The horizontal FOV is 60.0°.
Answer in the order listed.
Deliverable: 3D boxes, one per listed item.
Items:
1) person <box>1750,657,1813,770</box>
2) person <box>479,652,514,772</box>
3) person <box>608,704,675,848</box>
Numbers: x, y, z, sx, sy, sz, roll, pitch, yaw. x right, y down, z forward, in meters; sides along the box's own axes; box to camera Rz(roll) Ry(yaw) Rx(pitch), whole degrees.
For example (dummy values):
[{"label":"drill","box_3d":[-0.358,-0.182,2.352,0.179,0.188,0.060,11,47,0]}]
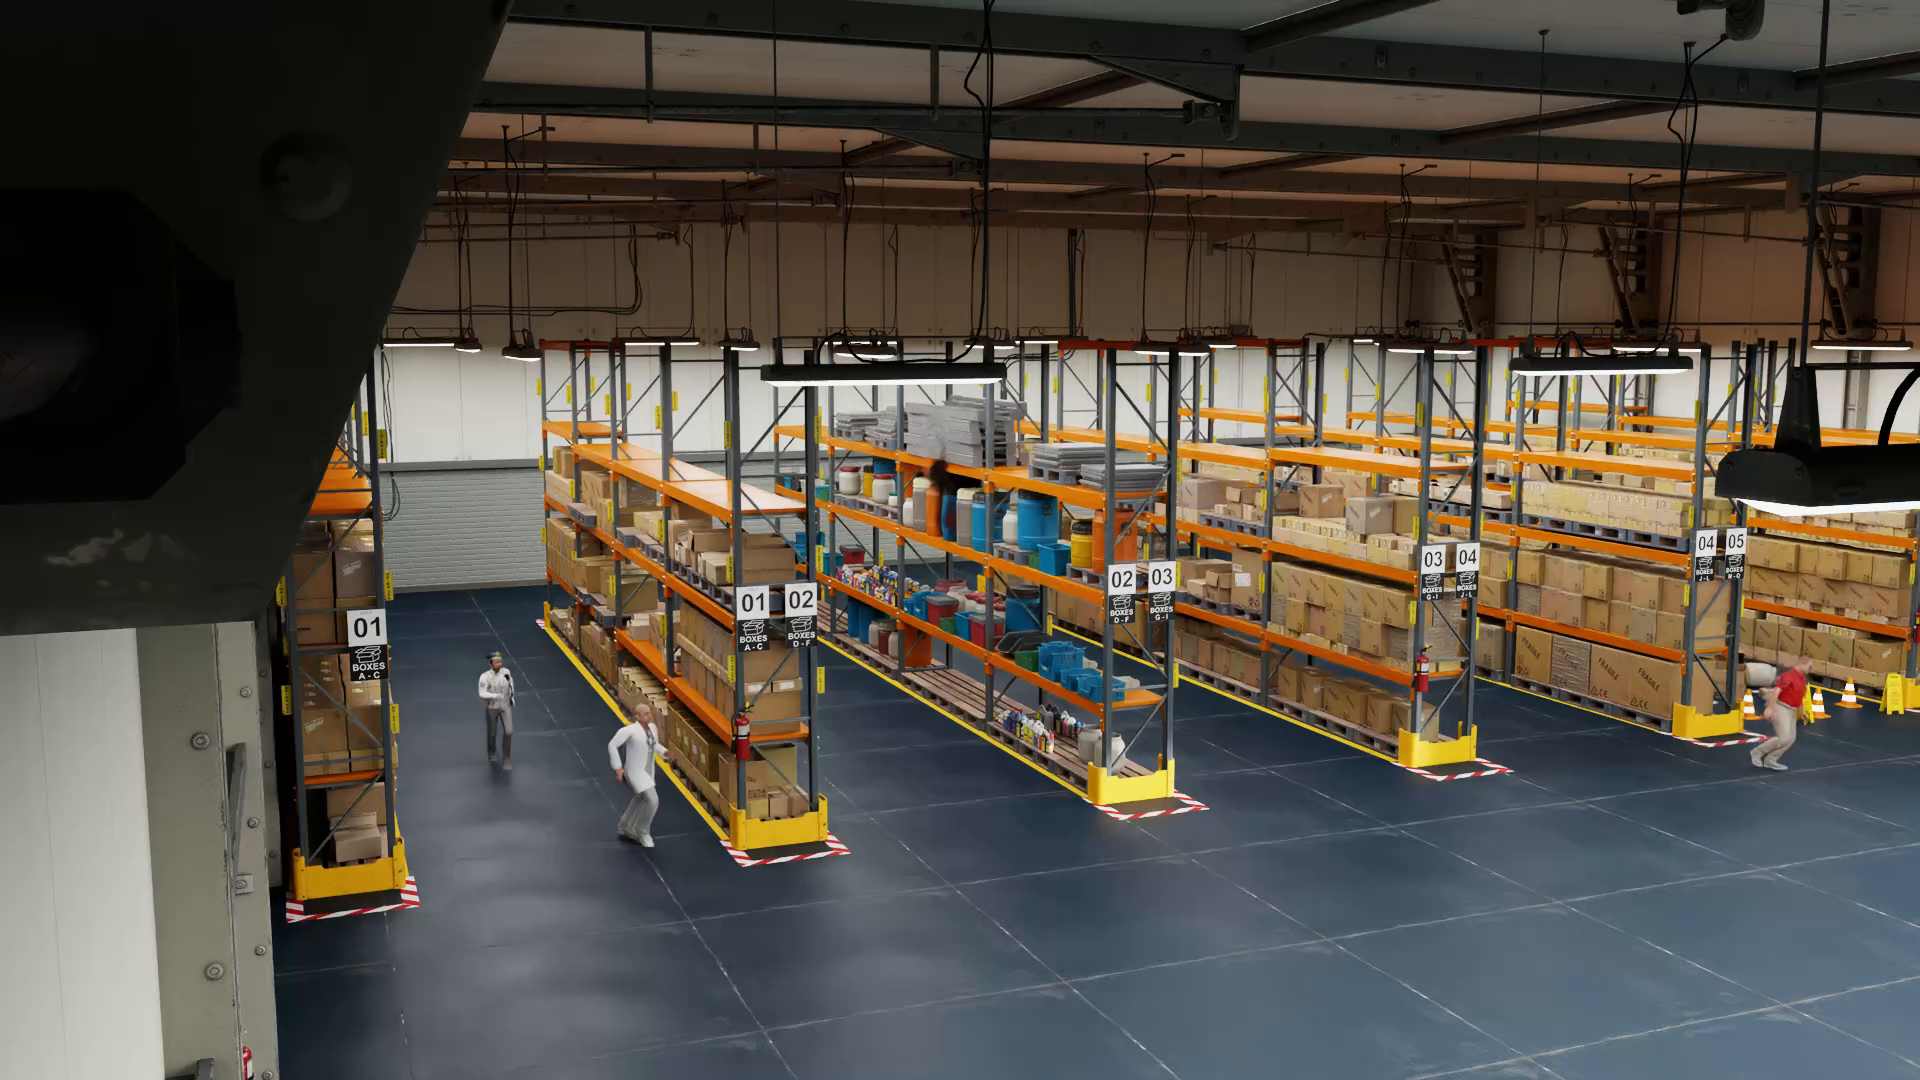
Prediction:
[{"label":"person","box_3d":[11.663,2.447,23.585,0.799,1.648,0.634,-7,10,-41]},{"label":"person","box_3d":[-6.587,2.432,23.690,0.547,1.727,0.812,-4,8,-27]},{"label":"person","box_3d":[-3.880,2.862,20.179,0.890,1.791,0.676,4,8,26]}]
